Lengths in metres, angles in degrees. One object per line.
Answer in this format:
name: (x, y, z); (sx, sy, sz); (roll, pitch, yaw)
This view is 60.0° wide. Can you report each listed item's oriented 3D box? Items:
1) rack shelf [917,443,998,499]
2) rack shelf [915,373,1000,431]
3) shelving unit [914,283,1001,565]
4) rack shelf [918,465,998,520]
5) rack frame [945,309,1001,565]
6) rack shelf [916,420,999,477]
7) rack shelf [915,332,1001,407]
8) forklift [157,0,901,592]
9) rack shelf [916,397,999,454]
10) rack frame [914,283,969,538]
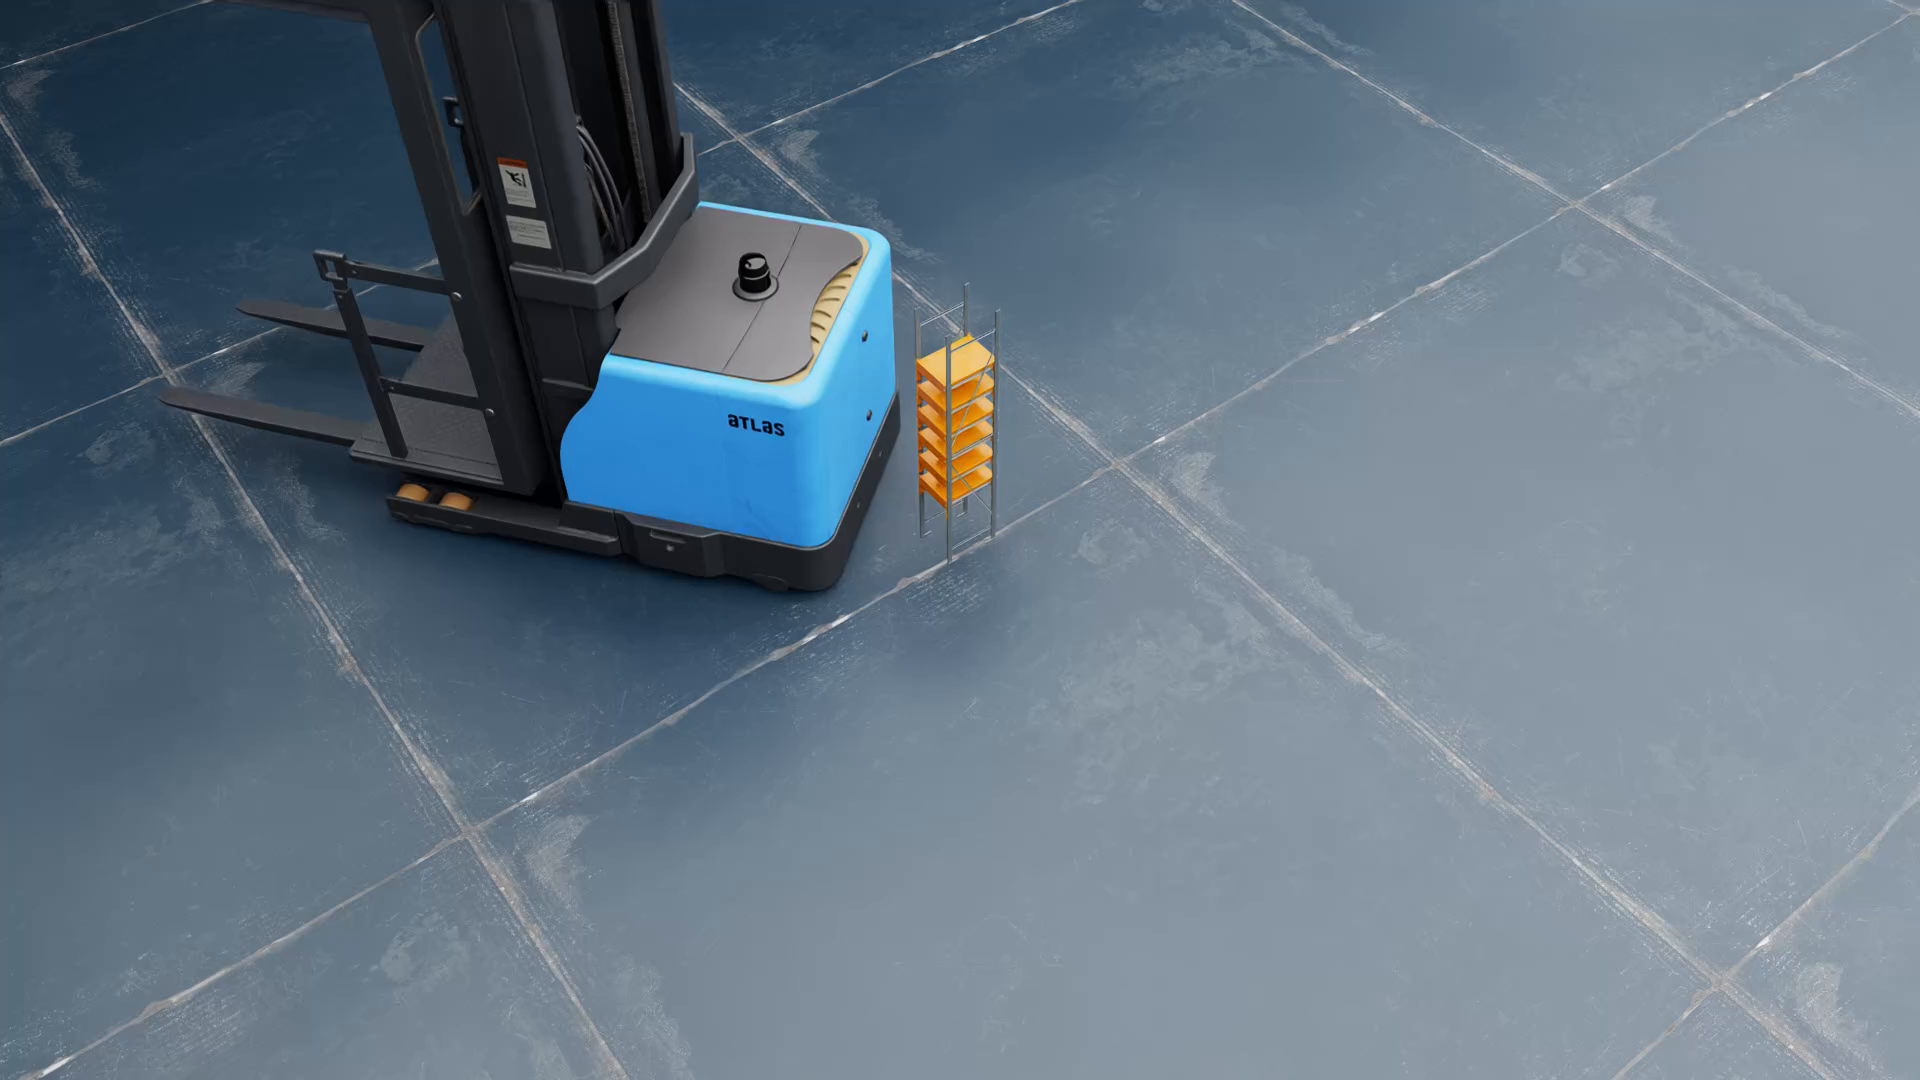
rack shelf: (-0.009, -0.301, 6.434); (0.258, 0.103, 0.180); (-29, 54, -24)
rack shelf: (-0.009, -0.543, 6.167); (0.258, 0.103, 0.180); (-29, 54, -24)
shelving unit: (-0.009, -0.412, 6.312); (0.258, 1.200, 0.189); (-29, 54, -24)
rack shelf: (-0.009, -0.220, 6.523); (0.258, 0.103, 0.180); (-29, 54, -24)
rack frame: (0.047, -0.358, 6.263); (0.240, 1.200, 0.006); (-29, 54, -24)
rack shelf: (-0.009, -0.382, 6.345); (0.258, 0.103, 0.180); (-29, 54, -24)
rack shelf: (-0.009, -0.623, 6.078); (0.258, 0.103, 0.180); (-29, 54, -24)
forklift: (-1.828, -1.383, 6.024); (3.031, 2.935, 1.130); (11, 49, 10)
rack shelf: (-0.009, -0.462, 6.256); (0.258, 0.103, 0.180); (-29, 54, -24)
rack frame: (-0.064, -0.465, 6.361); (0.240, 1.200, 0.006); (-29, 54, -24)
